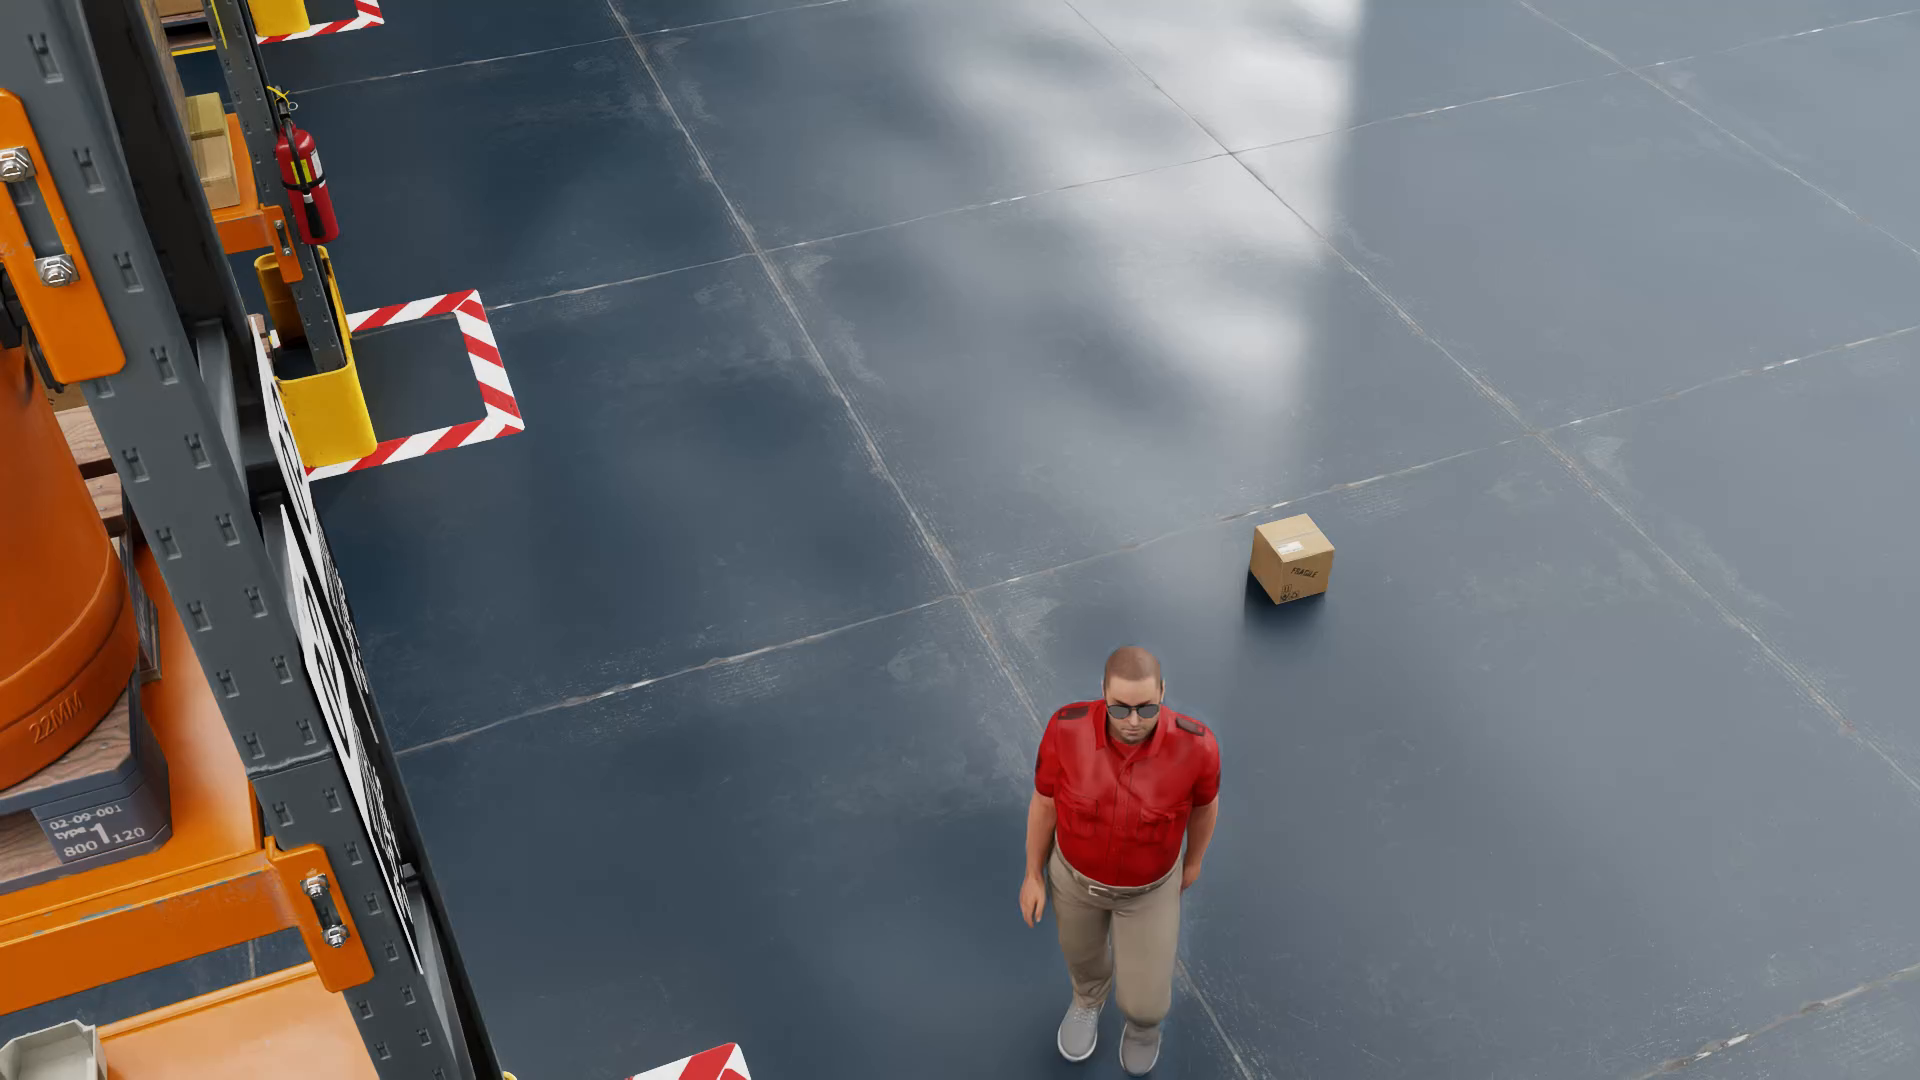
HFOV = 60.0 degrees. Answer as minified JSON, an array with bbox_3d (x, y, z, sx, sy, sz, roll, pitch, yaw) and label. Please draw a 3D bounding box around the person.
[{"bbox_3d":[0.455,1.047,4.993,0.538,1.769,0.463,10,43,12],"label":"person"}]
